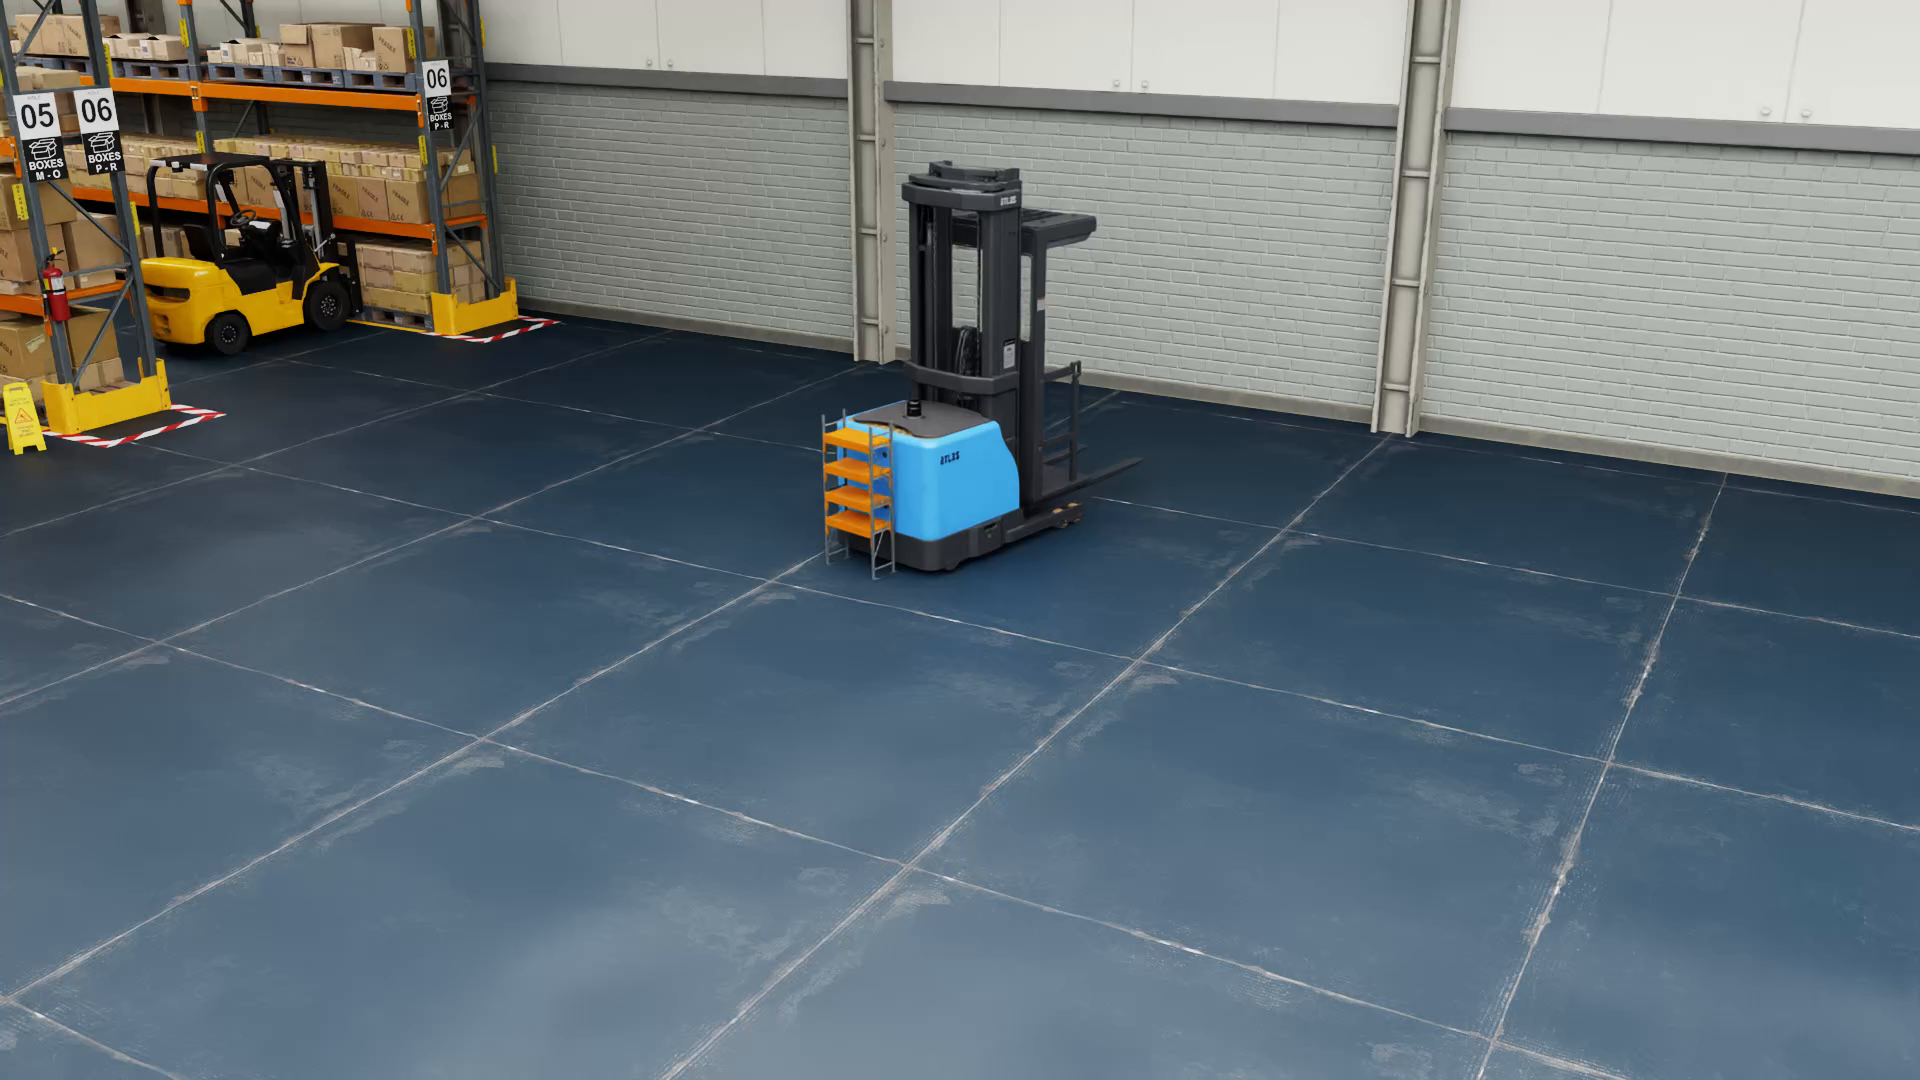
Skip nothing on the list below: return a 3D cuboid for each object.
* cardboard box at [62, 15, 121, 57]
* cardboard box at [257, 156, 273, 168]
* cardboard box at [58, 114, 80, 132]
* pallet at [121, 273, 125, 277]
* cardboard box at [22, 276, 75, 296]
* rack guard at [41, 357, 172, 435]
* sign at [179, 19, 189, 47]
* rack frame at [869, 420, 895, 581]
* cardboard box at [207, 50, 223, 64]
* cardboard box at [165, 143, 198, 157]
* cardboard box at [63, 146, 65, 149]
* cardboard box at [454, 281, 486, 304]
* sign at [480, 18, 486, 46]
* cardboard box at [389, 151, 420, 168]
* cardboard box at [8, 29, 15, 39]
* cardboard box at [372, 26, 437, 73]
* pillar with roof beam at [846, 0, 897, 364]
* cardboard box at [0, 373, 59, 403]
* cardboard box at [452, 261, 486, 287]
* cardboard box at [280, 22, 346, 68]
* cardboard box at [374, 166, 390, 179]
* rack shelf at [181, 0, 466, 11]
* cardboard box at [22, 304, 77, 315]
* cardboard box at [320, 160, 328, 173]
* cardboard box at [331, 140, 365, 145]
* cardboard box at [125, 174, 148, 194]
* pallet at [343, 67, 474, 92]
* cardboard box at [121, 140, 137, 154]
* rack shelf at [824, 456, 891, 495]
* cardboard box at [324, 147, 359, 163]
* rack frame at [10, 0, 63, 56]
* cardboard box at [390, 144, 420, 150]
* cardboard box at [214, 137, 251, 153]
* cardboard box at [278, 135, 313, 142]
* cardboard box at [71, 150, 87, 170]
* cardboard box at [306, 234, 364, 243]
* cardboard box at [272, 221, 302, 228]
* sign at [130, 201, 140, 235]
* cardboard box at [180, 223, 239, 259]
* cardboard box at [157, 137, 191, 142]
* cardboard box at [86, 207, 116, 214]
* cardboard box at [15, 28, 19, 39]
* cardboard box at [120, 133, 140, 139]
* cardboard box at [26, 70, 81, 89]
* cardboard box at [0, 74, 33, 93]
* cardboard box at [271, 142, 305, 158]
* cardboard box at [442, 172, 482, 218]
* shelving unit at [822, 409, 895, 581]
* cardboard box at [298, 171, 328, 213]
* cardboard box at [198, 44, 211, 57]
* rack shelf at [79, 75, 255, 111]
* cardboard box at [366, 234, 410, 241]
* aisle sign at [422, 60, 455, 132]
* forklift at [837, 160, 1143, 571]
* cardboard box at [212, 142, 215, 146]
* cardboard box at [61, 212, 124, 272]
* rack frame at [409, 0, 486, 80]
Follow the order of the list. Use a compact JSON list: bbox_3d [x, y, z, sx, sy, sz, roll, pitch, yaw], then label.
[{"bbox_3d":[-11.623,-6.763,22.304,0.500,0.500,0.500,11,23,29],"label":"cardboard box"},{"bbox_3d":[-8.736,-4.839,21.208,0.250,0.149,0.380,11,23,28],"label":"cardboard box"},{"bbox_3d":[-8.589,-4.059,16.126,0.250,0.149,0.380,11,23,27],"label":"cardboard box"},{"bbox_3d":[-12.325,-3.965,23.986,1.213,0.211,1.003,11,23,27],"label":"pallet"},{"bbox_3d":[-8.889,-2.496,16.215,0.250,0.149,0.380,12,23,29],"label":"cardboard box"},{"bbox_3d":[-8.525,-1.453,16.638,0.348,0.500,1.175,11,23,27],"label":"rack guard"},{"bbox_3d":[-9.789,-6.397,20.983,0.005,0.325,0.100,11,23,27],"label":"sign"},{"bbox_3d":[-0.579,-0.288,12.398,0.015,1.200,0.240,16,26,38],"label":"rack frame"},{"bbox_3d":[-9.289,-6.130,21.074,0.250,0.149,0.380,11,23,28],"label":"cardboard box"},{"bbox_3d":[-10.361,-5.196,22.191,0.250,0.149,0.380,11,23,27],"label":"cardboard box"},{"bbox_3d":[-12.420,-5.556,23.186,0.250,0.149,0.380,11,23,29],"label":"cardboard box"},{"bbox_3d":[-6.374,-3.139,21.035,0.500,0.250,0.500,11,23,28],"label":"cardboard box"},{"bbox_3d":[-5.765,-6.116,20.031,0.005,0.325,0.100,11,23,27],"label":"sign"},{"bbox_3d":[-6.687,-4.614,20.152,0.250,0.149,0.380,11,23,27],"label":"cardboard box"},{"bbox_3d":[-13.469,-7.060,23.230,0.250,0.149,0.380,12,23,29],"label":"cardboard box"},{"bbox_3d":[-6.546,-5.796,19.638,0.500,0.500,0.500,12,23,29],"label":"cardboard box"},{"bbox_3d":[-3.070,-5.019,14.004,0.400,9.000,9.100,11,23,27],"label":"pillar with roof beam"},{"bbox_3d":[-9.316,-1.579,16.735,0.500,0.250,0.500,11,23,27],"label":"cardboard box"},{"bbox_3d":[-6.350,-3.374,20.950,0.500,0.250,0.500,11,23,28],"label":"cardboard box"},{"bbox_3d":[-7.884,-6.107,20.488,0.637,0.503,0.797,12,23,29],"label":"cardboard box"},{"bbox_3d":[-6.914,-4.515,20.315,0.250,0.149,0.380,11,23,28],"label":"cardboard box"},{"bbox_3d":[-7.787,-6.720,20.337,4.000,0.370,1.077,11,23,27],"label":"rack shelf"},{"bbox_3d":[-9.507,-2.179,17.289,0.500,0.500,0.500,10,22,25],"label":"cardboard box"},{"bbox_3d":[-7.786,-4.694,20.810,0.250,0.149,0.380,11,22,27],"label":"cardboard box"},{"bbox_3d":[-7.799,-5.014,21.254,0.250,0.149,0.380,12,23,29],"label":"cardboard box"},{"bbox_3d":[-10.961,-4.868,22.606,0.500,0.250,0.500,11,23,28],"label":"cardboard box"},{"bbox_3d":[-6.645,-5.588,20.101,1.213,0.211,1.003,11,23,27],"label":"pallet"},{"bbox_3d":[-11.339,-5.326,22.552,0.250,0.149,0.380,10,22,26],"label":"cardboard box"},{"bbox_3d":[-0.764,-0.489,12.495,0.480,0.148,0.258,16,26,38],"label":"rack shelf"},{"bbox_3d":[-7.619,-4.765,20.568,0.250,0.149,0.380,11,23,28],"label":"cardboard box"},{"bbox_3d":[-13.025,-8.244,22.897,0.127,3.000,1.000,11,23,27],"label":"rack frame"},{"bbox_3d":[-6.888,-4.844,20.786,0.250,0.149,0.380,11,23,28],"label":"cardboard box"},{"bbox_3d":[-9.399,-5.109,21.518,0.250,0.149,0.380,11,23,28],"label":"cardboard box"},{"bbox_3d":[-8.670,-5.194,21.750,0.250,0.149,0.380,11,22,27],"label":"cardboard box"},{"bbox_3d":[-11.872,-5.266,22.971,0.500,0.250,0.500,10,22,26],"label":"cardboard box"},{"bbox_3d":[-7.928,-3.703,21.125,0.500,0.250,0.500,10,22,26],"label":"cardboard box"},{"bbox_3d":[-9.009,-4.110,22.246,0.500,0.250,0.500,11,23,28],"label":"cardboard box"},{"bbox_3d":[-8.194,-3.184,16.474,0.005,0.325,0.100,11,23,27],"label":"sign"},{"bbox_3d":[-9.994,-3.924,22.649,0.625,0.625,0.875,12,23,30],"label":"cardboard box"},{"bbox_3d":[-10.822,-5.461,22.923,0.250,0.149,0.380,11,22,27],"label":"cardboard box"},{"bbox_3d":[-12.487,-4.397,23.956,0.625,0.625,0.875,12,23,29],"label":"cardboard box"},{"bbox_3d":[-13.212,-7.235,23.711,0.250,0.149,0.380,10,22,25],"label":"cardboard box"},{"bbox_3d":[-11.724,-5.624,23.373,0.250,0.149,0.380,11,22,27],"label":"cardboard box"},{"bbox_3d":[-8.669,-4.402,15.902,0.250,0.149,0.380,11,22,27],"label":"cardboard box"},{"bbox_3d":[-8.897,-4.251,15.485,0.250,0.149,0.380,11,23,28],"label":"cardboard box"},{"bbox_3d":[-8.485,-4.945,21.063,0.250,0.149,0.380,10,22,26],"label":"cardboard box"},{"bbox_3d":[-6.338,-4.306,20.690,0.500,0.500,0.500,12,23,29],"label":"cardboard box"},{"bbox_3d":[-0.764,-0.342,12.548,0.503,1.200,0.258,16,26,38],"label":"shelving unit"},{"bbox_3d":[-7.939,-4.399,20.947,0.500,0.500,0.500,11,23,28],"label":"cardboard box"},{"bbox_3d":[-10.178,-6.495,22.079,0.250,0.149,0.380,11,23,27],"label":"cardboard box"},{"bbox_3d":[-11.279,-6.164,22.614,4.000,0.370,1.077,11,23,27],"label":"rack shelf"},{"bbox_3d":[-7.237,-3.773,21.319,0.500,0.250,0.500,11,22,27],"label":"cardboard box"},{"bbox_3d":[-6.127,-5.218,19.538,0.004,0.787,0.394,11,23,27],"label":"aisle sign"},{"bbox_3d":[0.380,-1.568,13.391,1.130,2.935,3.031,16,26,38],"label":"forklift"},{"bbox_3d":[-9.944,-5.293,22.461,0.250,0.149,0.380,10,22,26],"label":"cardboard box"},{"bbox_3d":[-8.736,-2.964,16.554,0.500,0.500,0.500,10,22,26],"label":"cardboard box"},{"bbox_3d":[-6.041,-6.914,19.229,0.127,3.000,1.000,11,23,27],"label":"rack frame"}]
